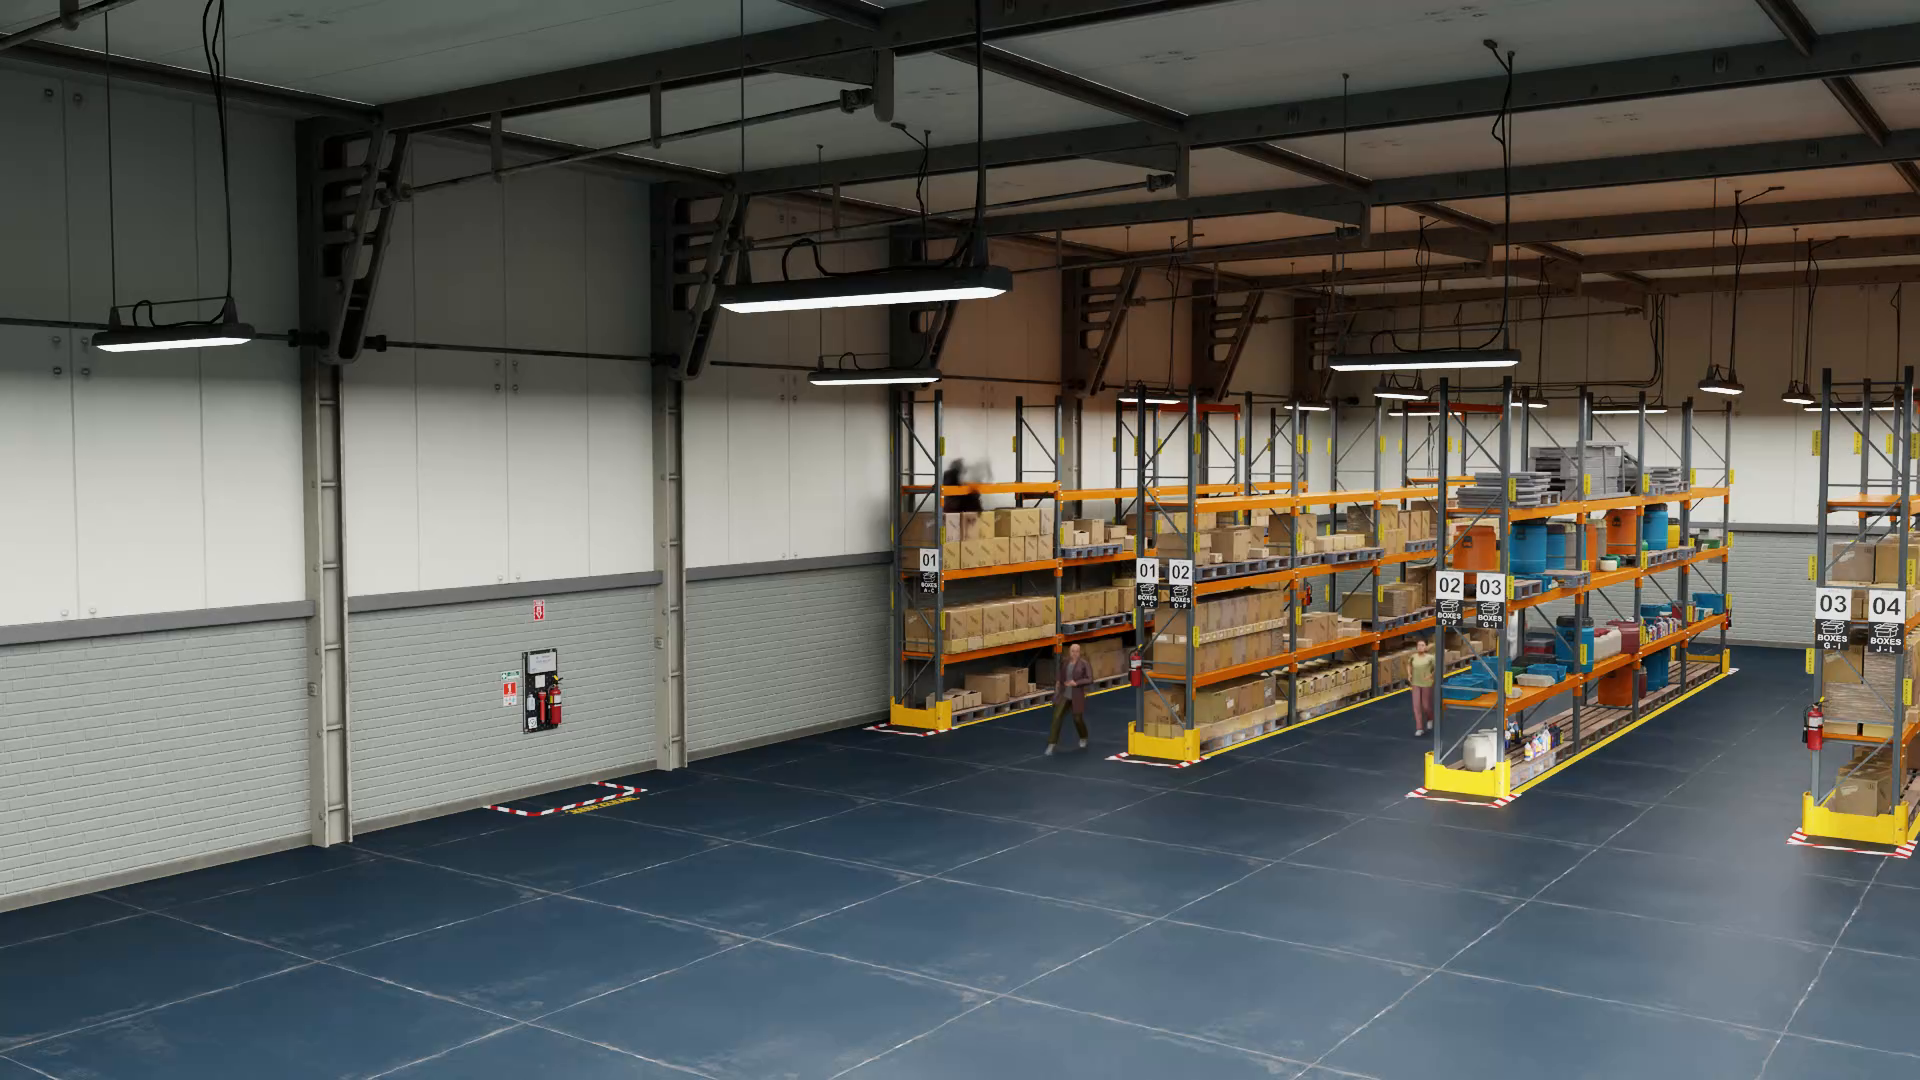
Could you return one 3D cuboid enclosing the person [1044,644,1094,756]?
[{"bbox_3d":[1.848,2.586,27.168,0.711,1.788,1.048,2,4,26],"label":"person"}]

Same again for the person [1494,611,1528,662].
[{"bbox_3d":[11.647,2.134,35.248,0.680,1.769,0.966,2,4,25],"label":"person"}]

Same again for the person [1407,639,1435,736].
[{"bbox_3d":[8.022,2.541,28.904,0.575,1.654,0.797,2,4,29],"label":"person"}]
